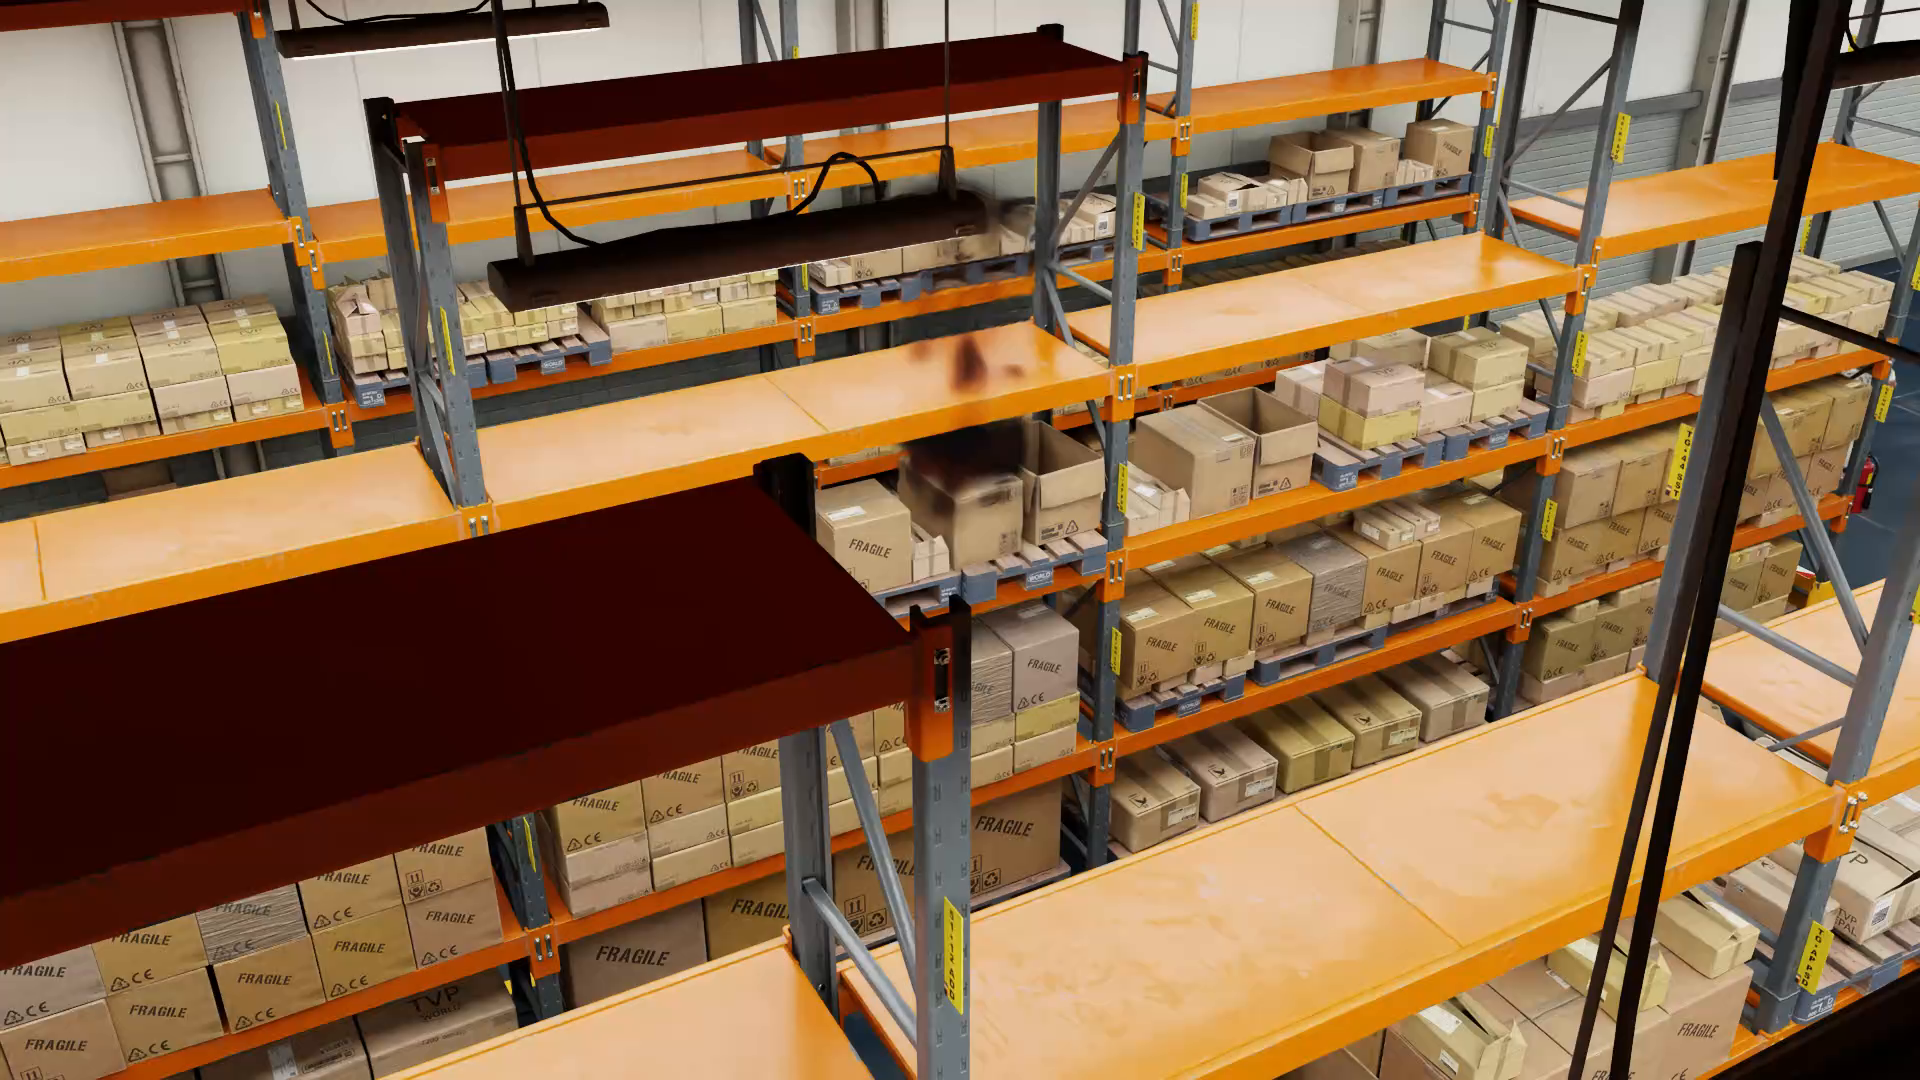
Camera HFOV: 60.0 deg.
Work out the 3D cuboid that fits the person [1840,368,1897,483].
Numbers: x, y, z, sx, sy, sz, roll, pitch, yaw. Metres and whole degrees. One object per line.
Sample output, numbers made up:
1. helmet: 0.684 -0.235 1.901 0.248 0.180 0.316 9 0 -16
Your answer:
1. person: 9.657 -1.493 17.905 0.951 1.785 0.703 -23 36 -37
